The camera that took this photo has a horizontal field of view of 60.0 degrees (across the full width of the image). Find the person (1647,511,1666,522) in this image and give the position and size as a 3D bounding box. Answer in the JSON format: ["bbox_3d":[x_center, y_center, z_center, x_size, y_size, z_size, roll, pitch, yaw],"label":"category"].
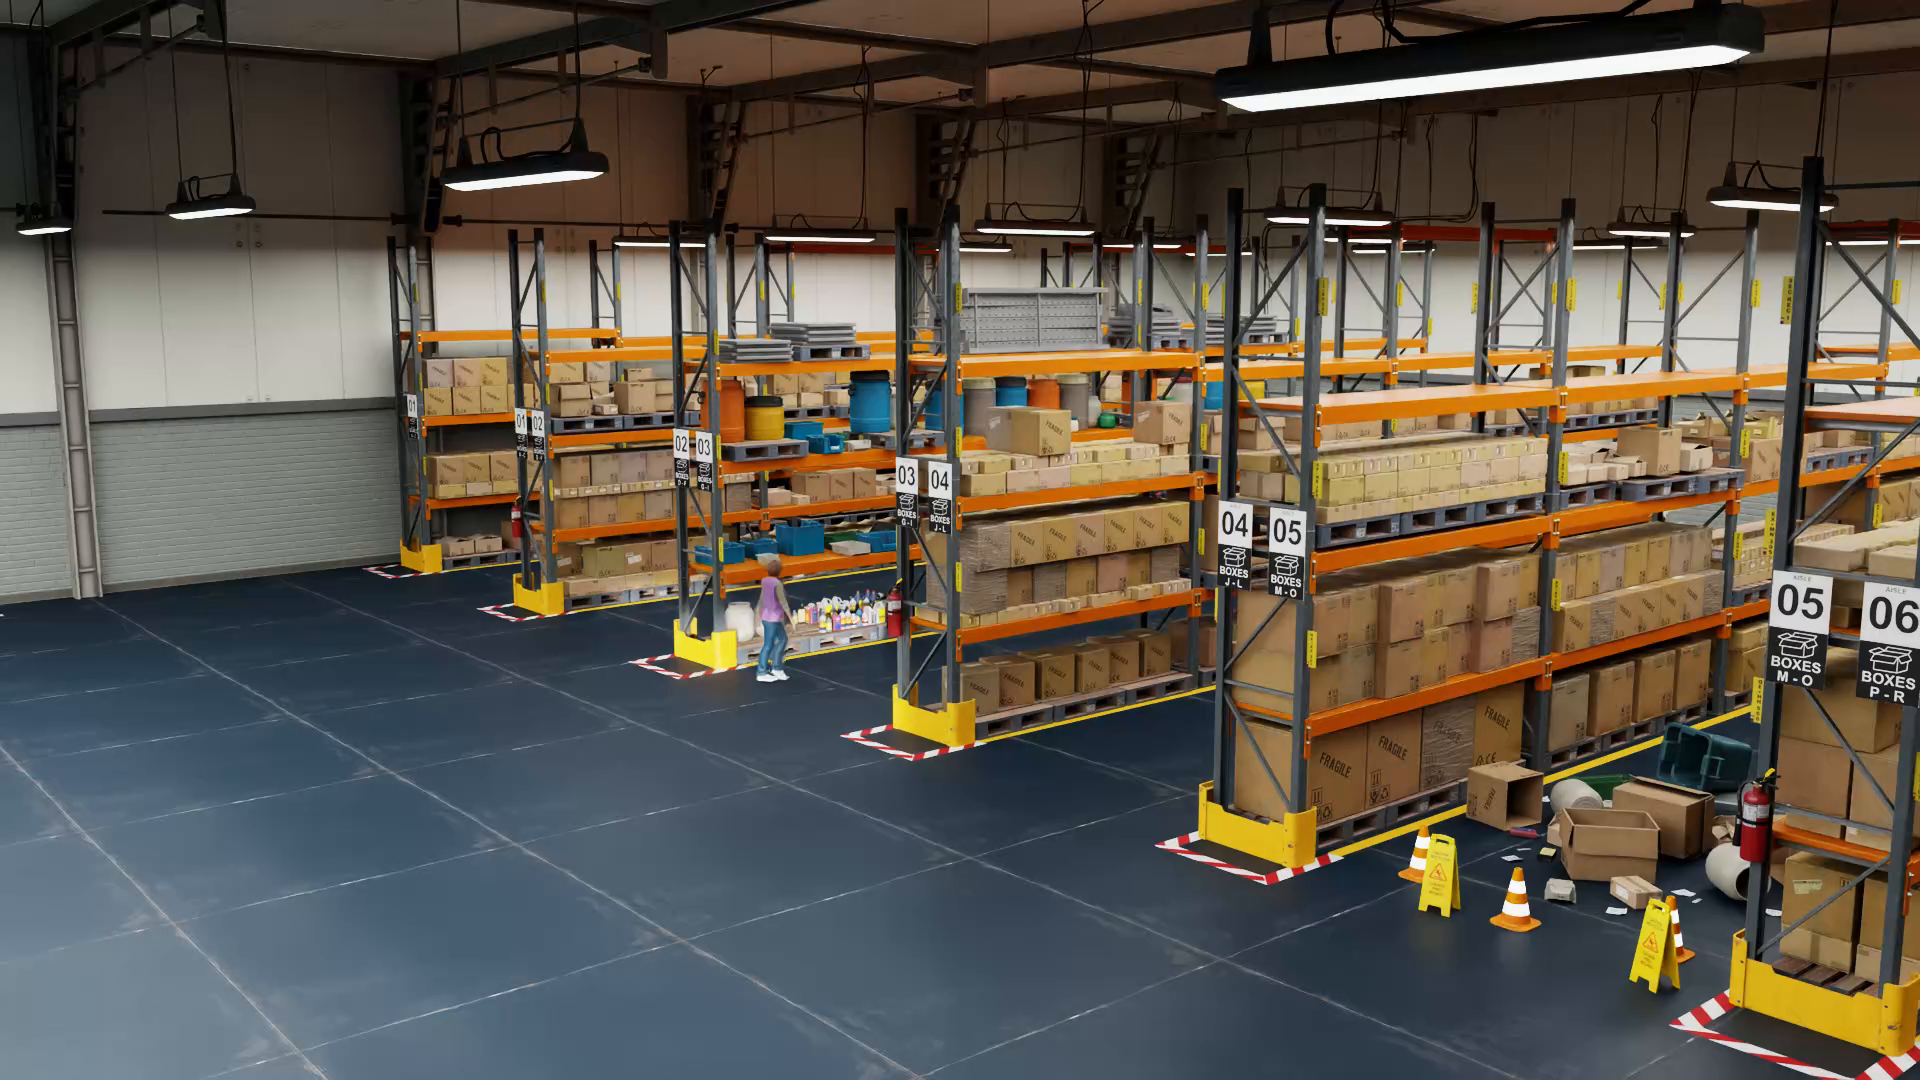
[{"bbox_3d":[10.830,0.366,25.784,1.066,1.733,0.514,-9,12,-44],"label":"person"}]

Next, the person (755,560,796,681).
[{"bbox_3d":[-2.412,1.079,21.669,0.534,1.633,0.415,-1,9,-8],"label":"person"}]
